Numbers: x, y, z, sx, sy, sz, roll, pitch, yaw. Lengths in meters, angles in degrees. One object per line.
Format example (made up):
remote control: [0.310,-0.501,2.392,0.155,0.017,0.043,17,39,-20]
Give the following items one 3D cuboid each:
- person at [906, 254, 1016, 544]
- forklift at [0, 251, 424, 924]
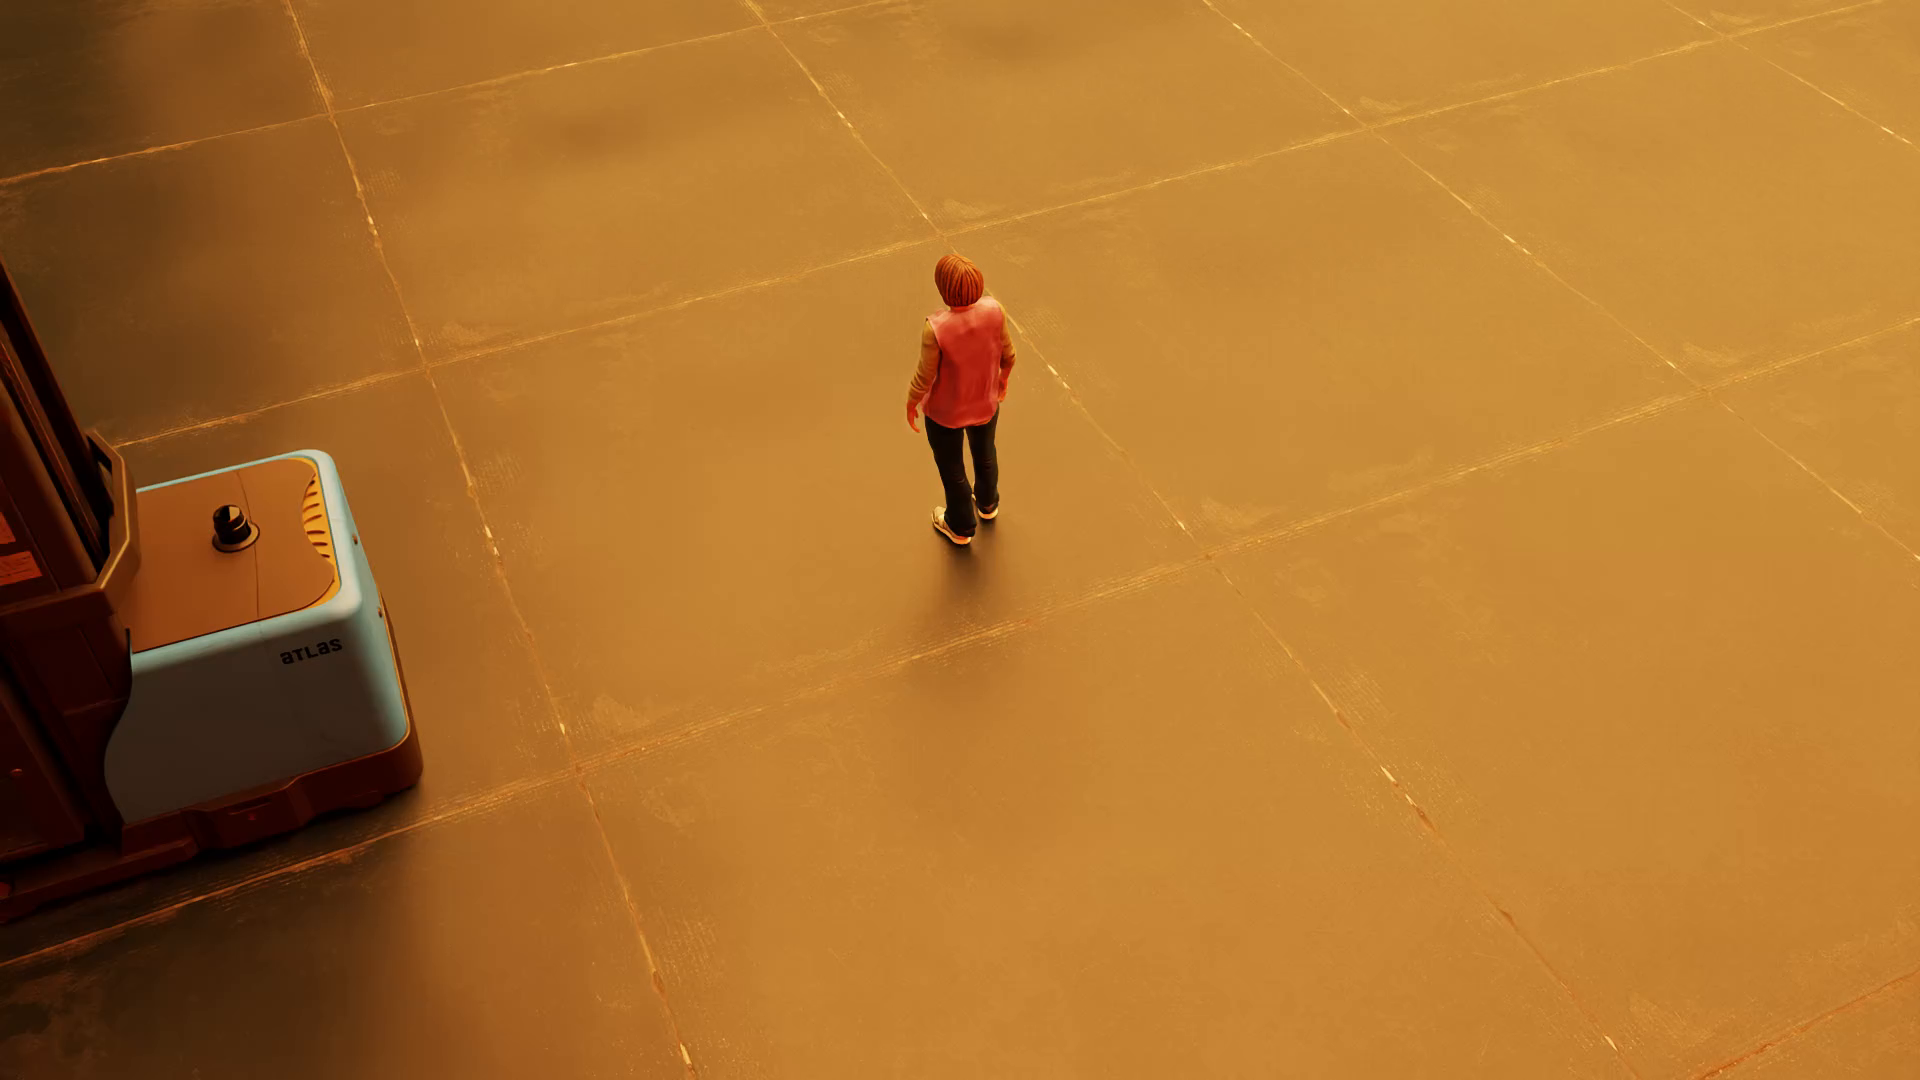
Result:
person: [-0.019,-0.639,7.332,0.521,1.599,0.473,-18,46,-18]
forklift: [-3.739,0.017,5.662,3.031,2.935,1.130,-16,45,-16]
